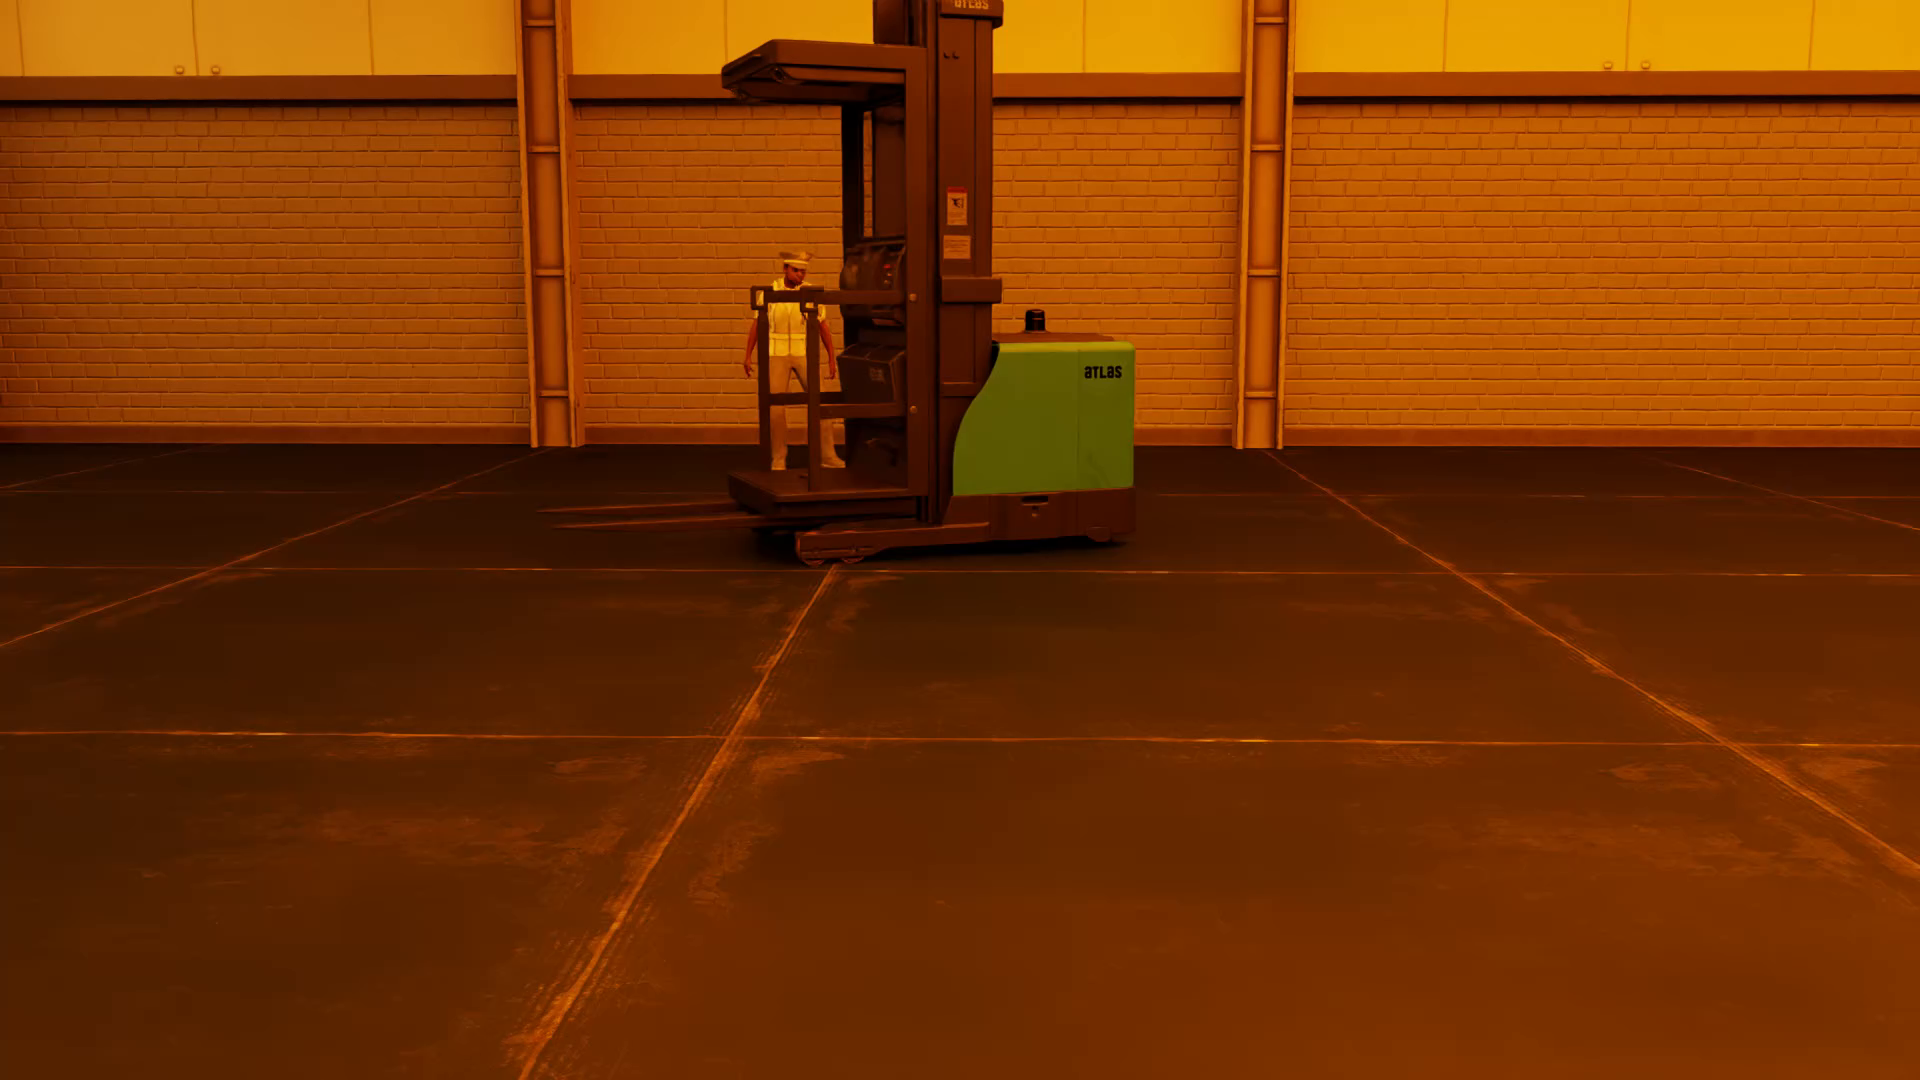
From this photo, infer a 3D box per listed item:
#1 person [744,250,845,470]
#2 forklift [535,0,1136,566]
[{"bbox_3d":[-1.215,-1.332,12.385,0.796,1.631,0.409,-1,9,-5],"label":"person"},{"bbox_3d":[-0.640,-1.412,8.542,3.031,2.935,1.130,-3,9,-20],"label":"forklift"}]
